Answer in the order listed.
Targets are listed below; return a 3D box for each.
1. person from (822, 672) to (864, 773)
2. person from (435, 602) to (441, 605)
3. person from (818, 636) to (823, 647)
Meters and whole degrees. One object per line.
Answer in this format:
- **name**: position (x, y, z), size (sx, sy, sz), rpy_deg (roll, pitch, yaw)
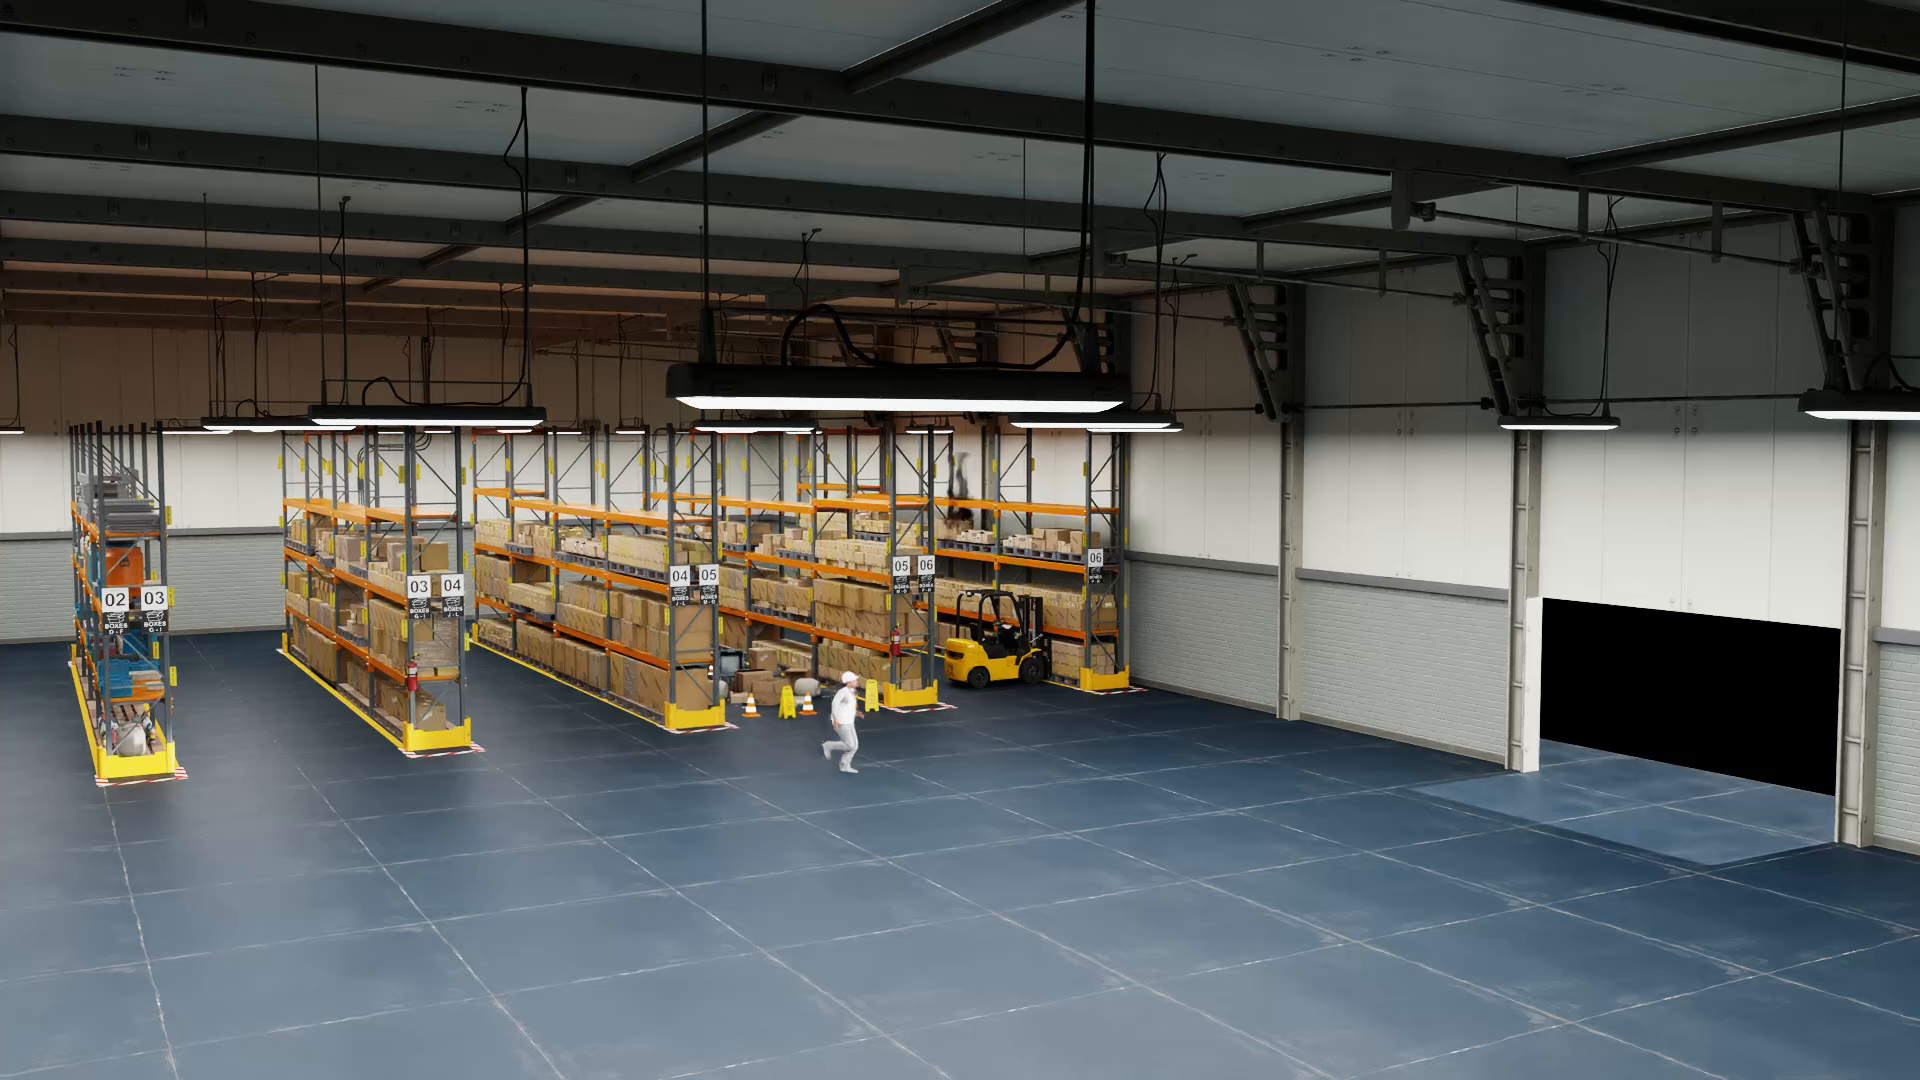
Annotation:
- **person**: position (-1.975, 3.121, 28.456), size (0.638, 1.734, 0.690), rpy_deg (1, 4, 13)
- **person**: position (-14.577, 2.037, 46.295), size (0.580, 1.685, 0.848), rpy_deg (0, 4, -2)
- **person**: position (-3.644, 2.273, 43.235), size (0.514, 1.562, 0.536), rpy_deg (-3, 4, -37)
